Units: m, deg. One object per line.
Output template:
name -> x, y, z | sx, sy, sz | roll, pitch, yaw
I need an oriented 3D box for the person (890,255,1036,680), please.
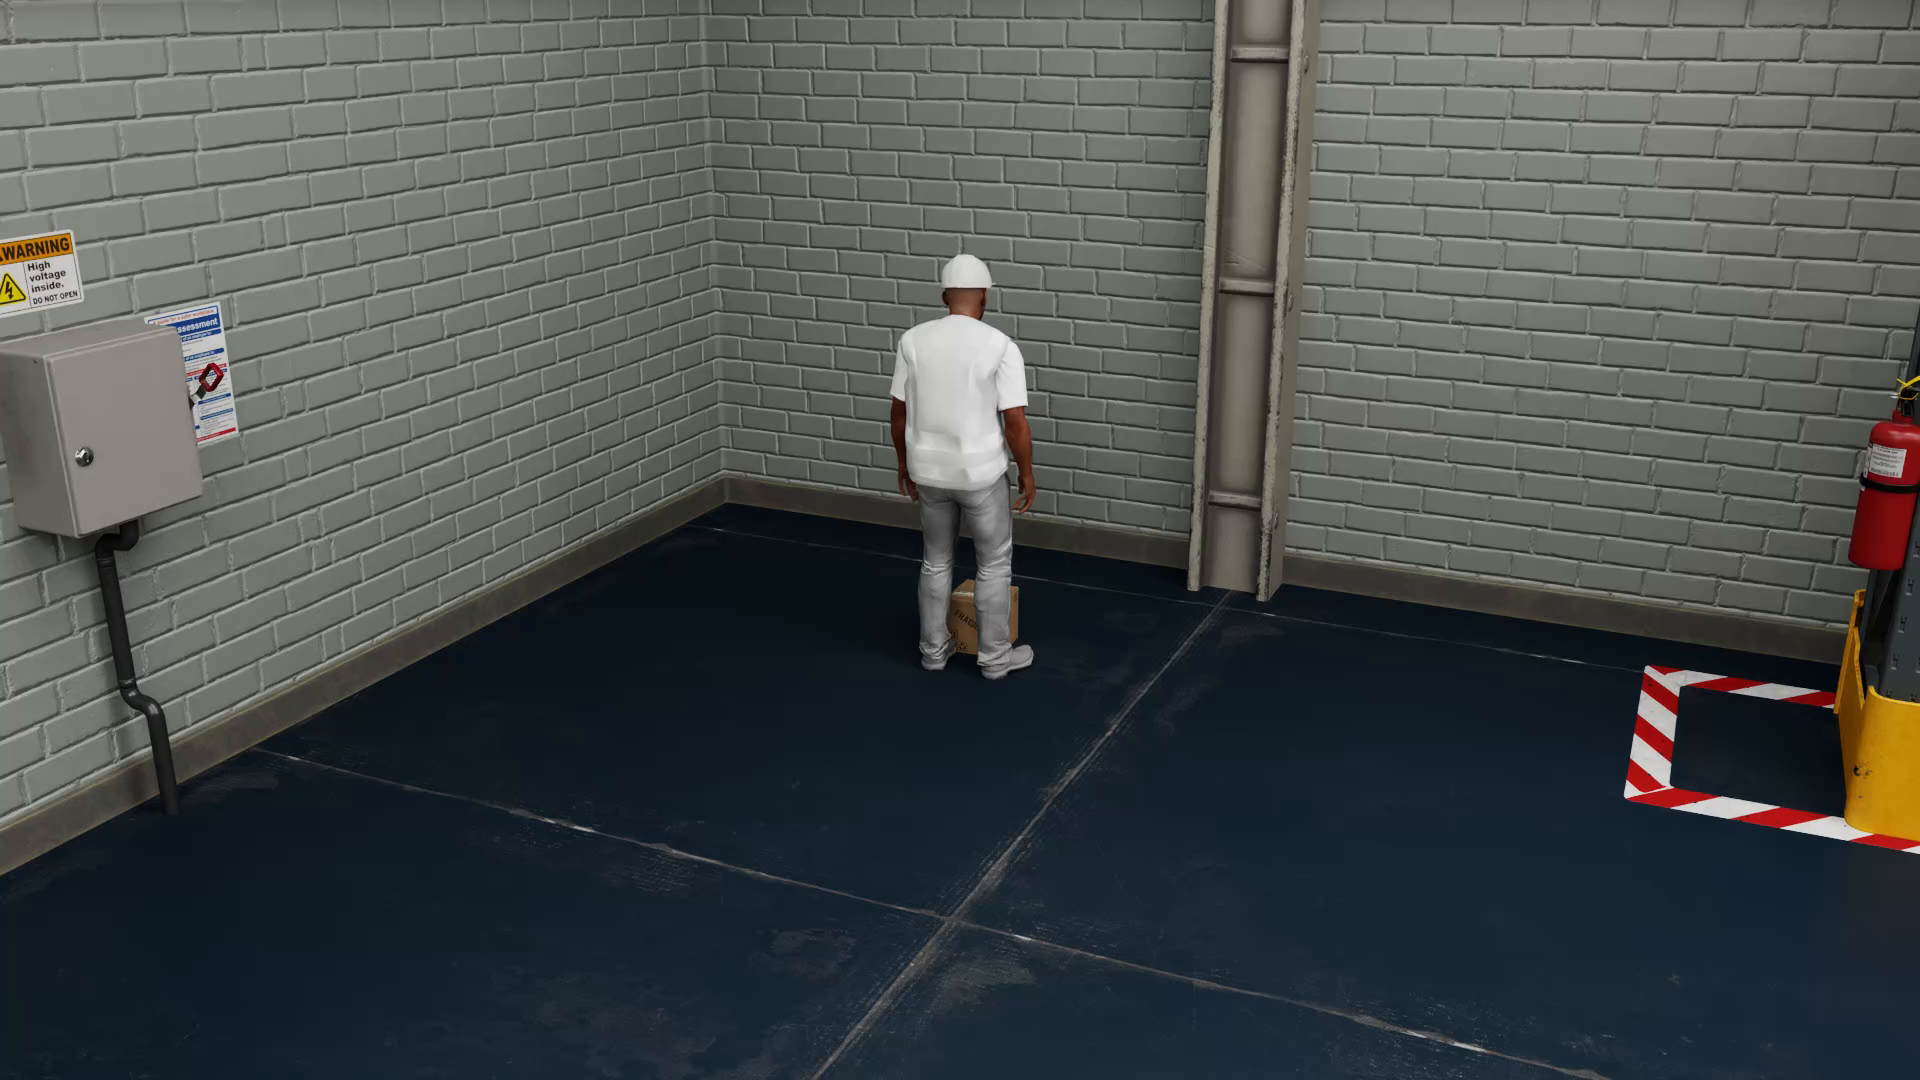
person -> 0.019, -0.296, 6.899 | 0.625, 1.760, 0.461 | 8, 21, 22
